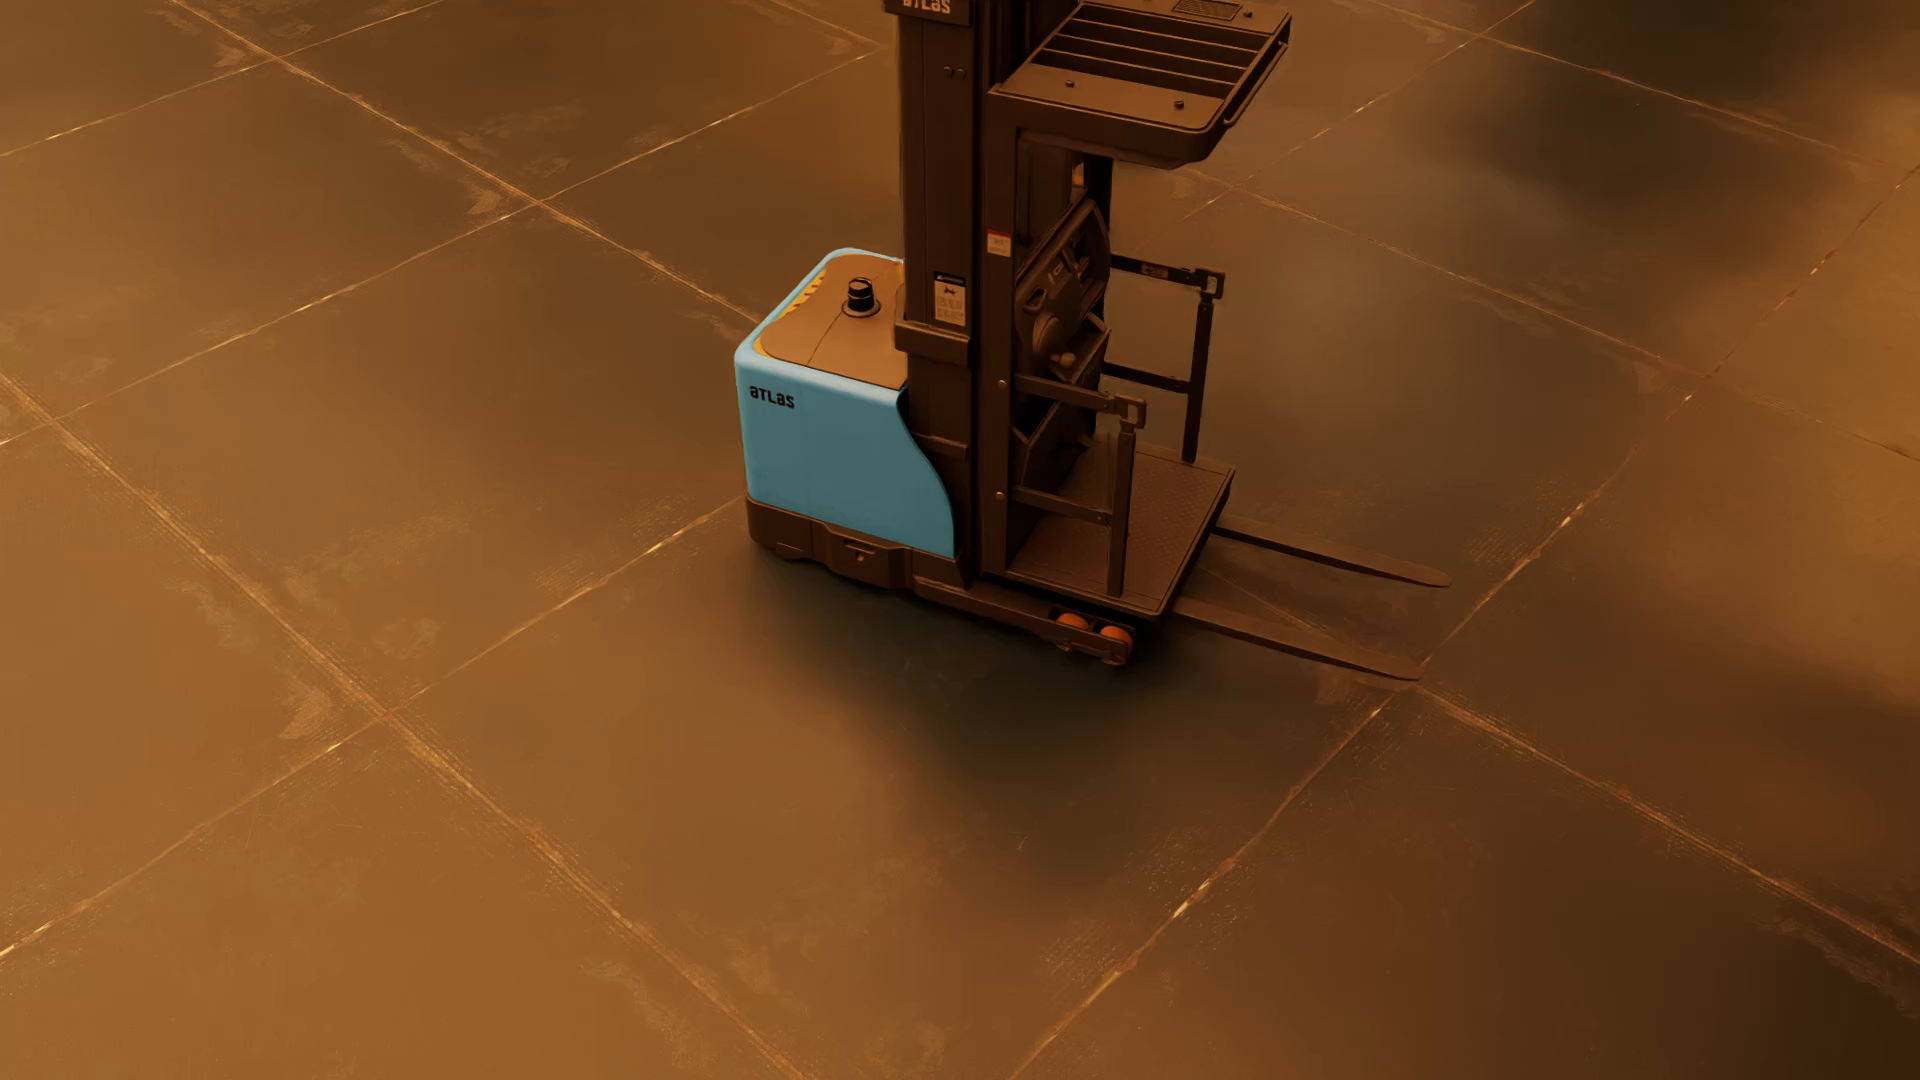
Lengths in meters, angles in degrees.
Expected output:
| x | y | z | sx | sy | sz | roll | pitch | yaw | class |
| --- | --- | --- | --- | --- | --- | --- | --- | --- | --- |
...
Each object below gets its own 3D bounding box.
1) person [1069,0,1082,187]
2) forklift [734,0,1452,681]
| x | y | z | sx | sy | sz | roll | pitch | yaw | class |
| --- | --- | --- | --- | --- | --- | --- | --- | --- | --- |
| 0.573 | -2.466 | 9.366 | 1.028 | 1.613 | 0.929 | -27 | 47 | -28 | person |
| 0.595 | -0.978 | 6.568 | 3.031 | 2.935 | 1.130 | 16 | 43 | 18 | forklift |
